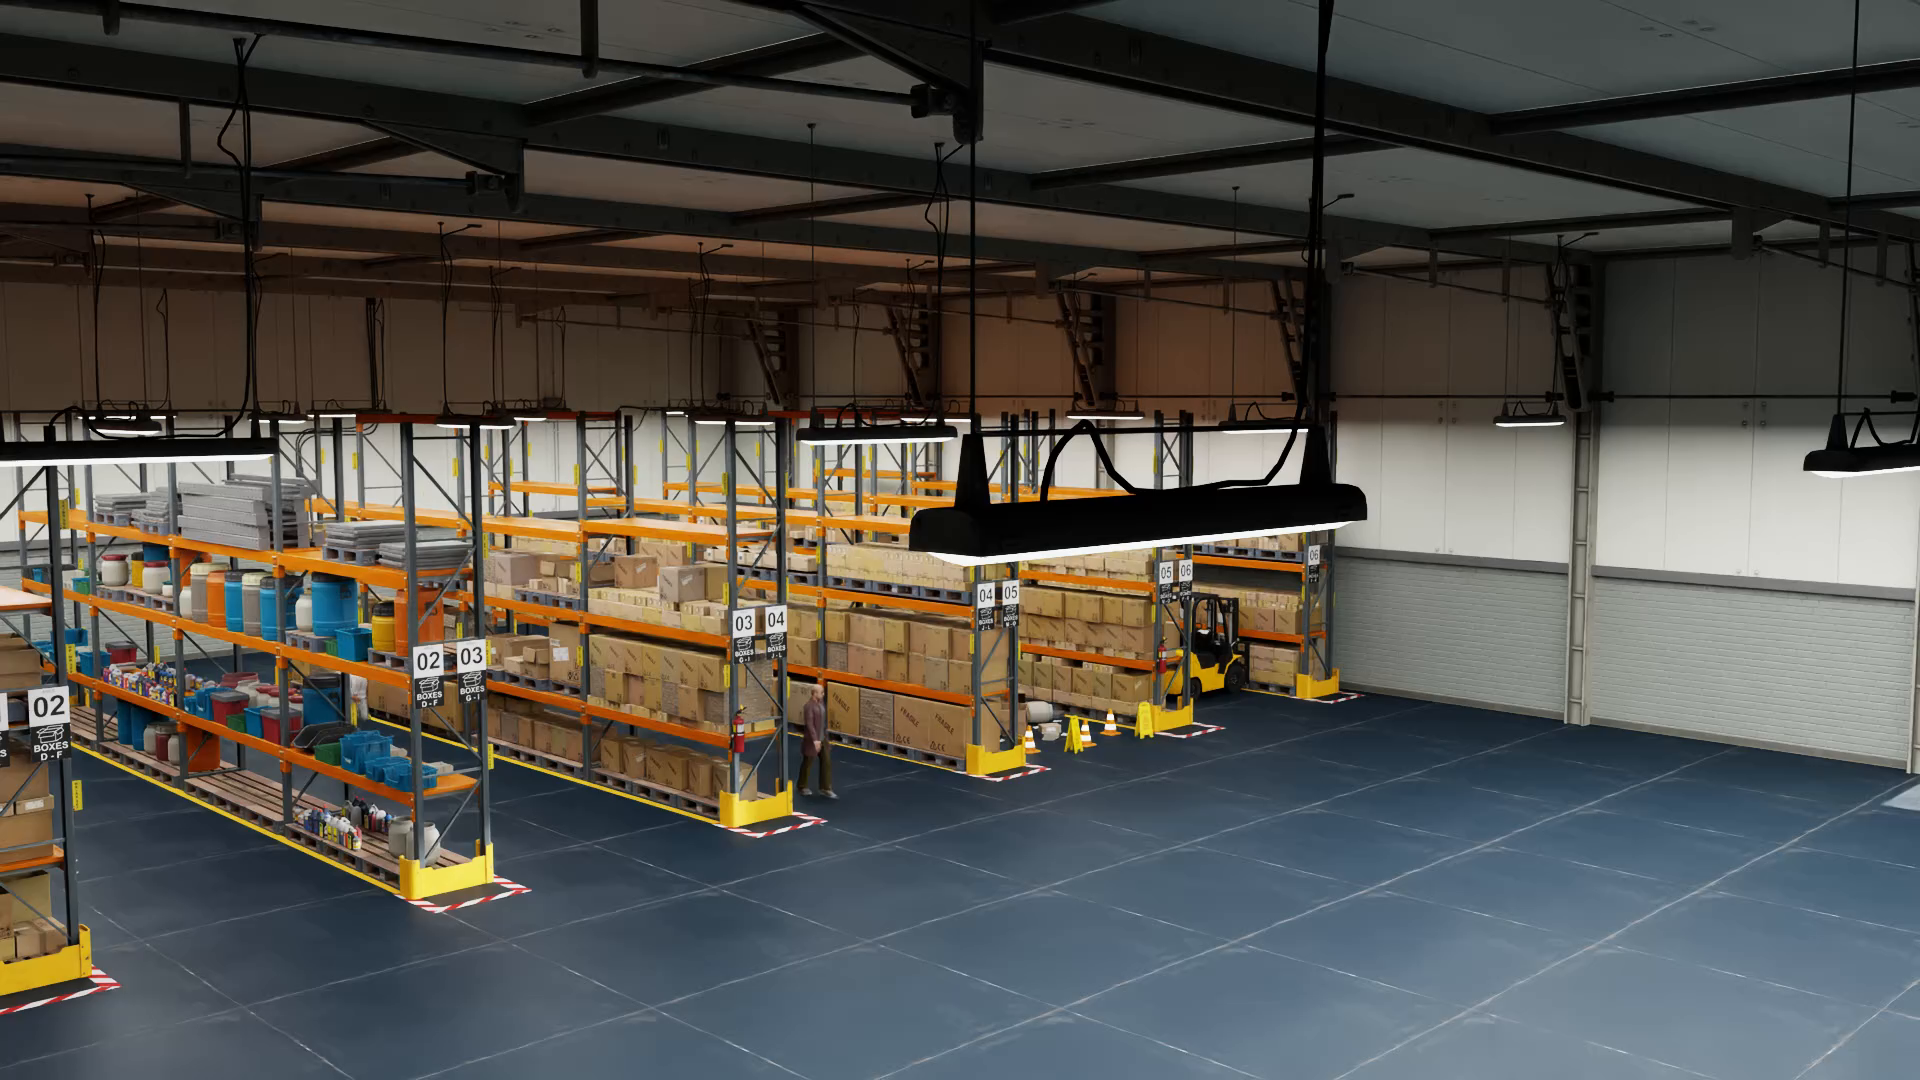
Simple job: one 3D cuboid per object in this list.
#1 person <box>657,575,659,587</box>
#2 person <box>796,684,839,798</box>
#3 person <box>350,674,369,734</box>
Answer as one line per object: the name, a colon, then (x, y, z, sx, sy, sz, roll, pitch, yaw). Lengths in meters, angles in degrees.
person: (-8.536, 1.379, 46.635, 0.622, 1.778, 0.540, 2, 5, 25)
person: (-2.258, 3.176, 26.264, 0.721, 1.812, 0.614, 3, 6, 32)
person: (-11.034, 2.872, 30.283, 0.644, 1.667, 0.703, -4, 6, -36)
